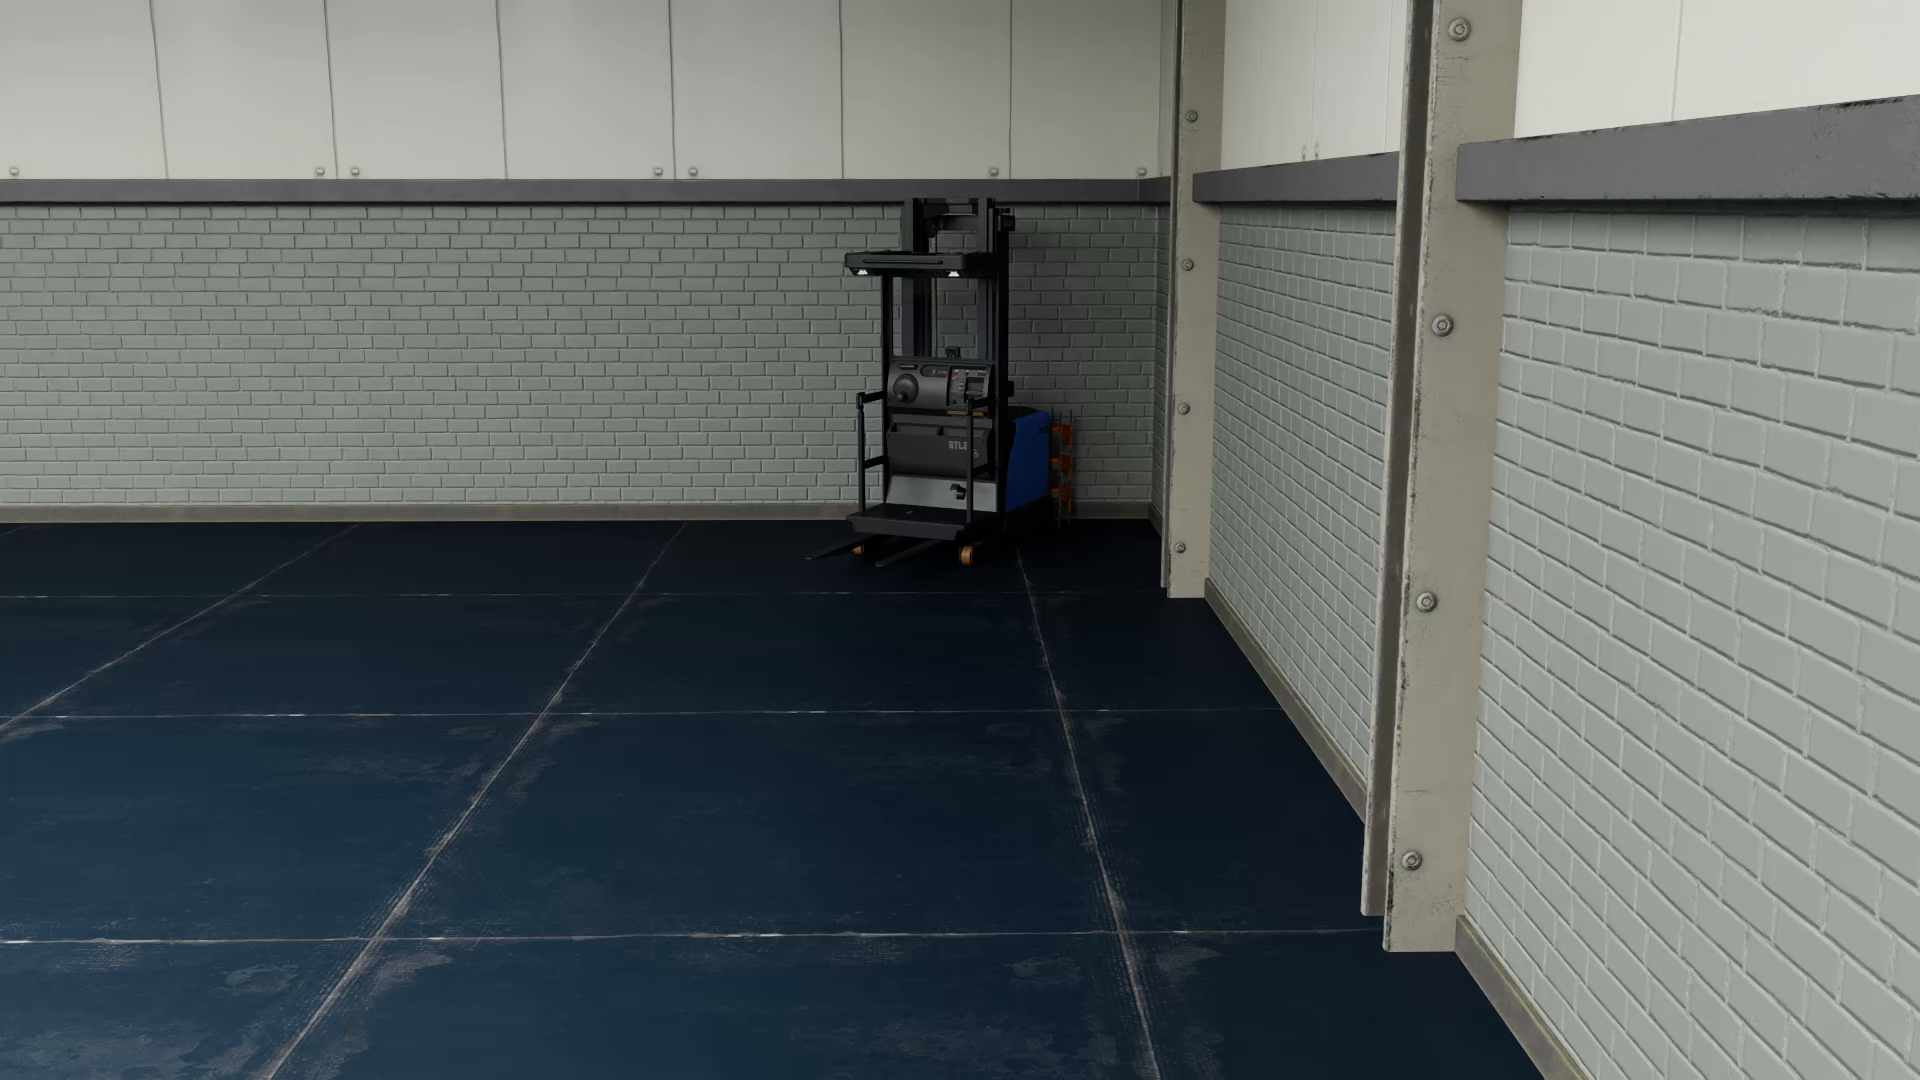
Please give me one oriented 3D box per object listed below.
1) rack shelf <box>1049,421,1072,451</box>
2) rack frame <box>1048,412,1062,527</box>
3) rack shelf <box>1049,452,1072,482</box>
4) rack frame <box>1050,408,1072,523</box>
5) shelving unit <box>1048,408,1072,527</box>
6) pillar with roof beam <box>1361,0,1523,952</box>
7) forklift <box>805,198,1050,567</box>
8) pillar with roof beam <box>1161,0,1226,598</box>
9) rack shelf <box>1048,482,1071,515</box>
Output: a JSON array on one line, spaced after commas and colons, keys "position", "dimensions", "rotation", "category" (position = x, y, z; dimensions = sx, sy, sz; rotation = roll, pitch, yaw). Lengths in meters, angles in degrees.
[{"position": [0.875, -0.931, 15.132], "dimensions": [0.215, 0.259, 0.240], "rotation": [6, 13, 26], "category": "rack shelf"}, {"position": [0.821, -0.641, 15.079], "dimensions": [0.200, 1.050, 0.008], "rotation": [6, 13, 26], "category": "rack frame"}, {"position": [0.875, -0.653, 15.188], "dimensions": [0.215, 0.259, 0.240], "rotation": [6, 13, 26], "category": "rack shelf"}, {"position": [0.929, -0.685, 15.293], "dimensions": [0.200, 1.050, 0.008], "rotation": [6, 13, 26], "category": "rack frame"}, {"position": [0.875, -0.663, 15.186], "dimensions": [0.215, 1.050, 0.252], "rotation": [6, 13, 26], "category": "shelving unit"}, {"position": [-2.474, -2.809, 5.772], "dimensions": [9.100, 9.000, 0.400], "rotation": [0, 11, -1], "category": "pillar with roof beam"}, {"position": [-0.259, -1.324, 13.713], "dimensions": [1.130, 2.935, 3.031], "rotation": [5, 13, 24], "category": "forklift"}, {"position": [-2.598, -4.002, 11.651], "dimensions": [9.100, 9.000, 0.400], "rotation": [0, 11, -1], "category": "pillar with roof beam"}, {"position": [0.875, -0.380, 15.243], "dimensions": [0.215, 0.259, 0.240], "rotation": [6, 13, 26], "category": "rack shelf"}]
